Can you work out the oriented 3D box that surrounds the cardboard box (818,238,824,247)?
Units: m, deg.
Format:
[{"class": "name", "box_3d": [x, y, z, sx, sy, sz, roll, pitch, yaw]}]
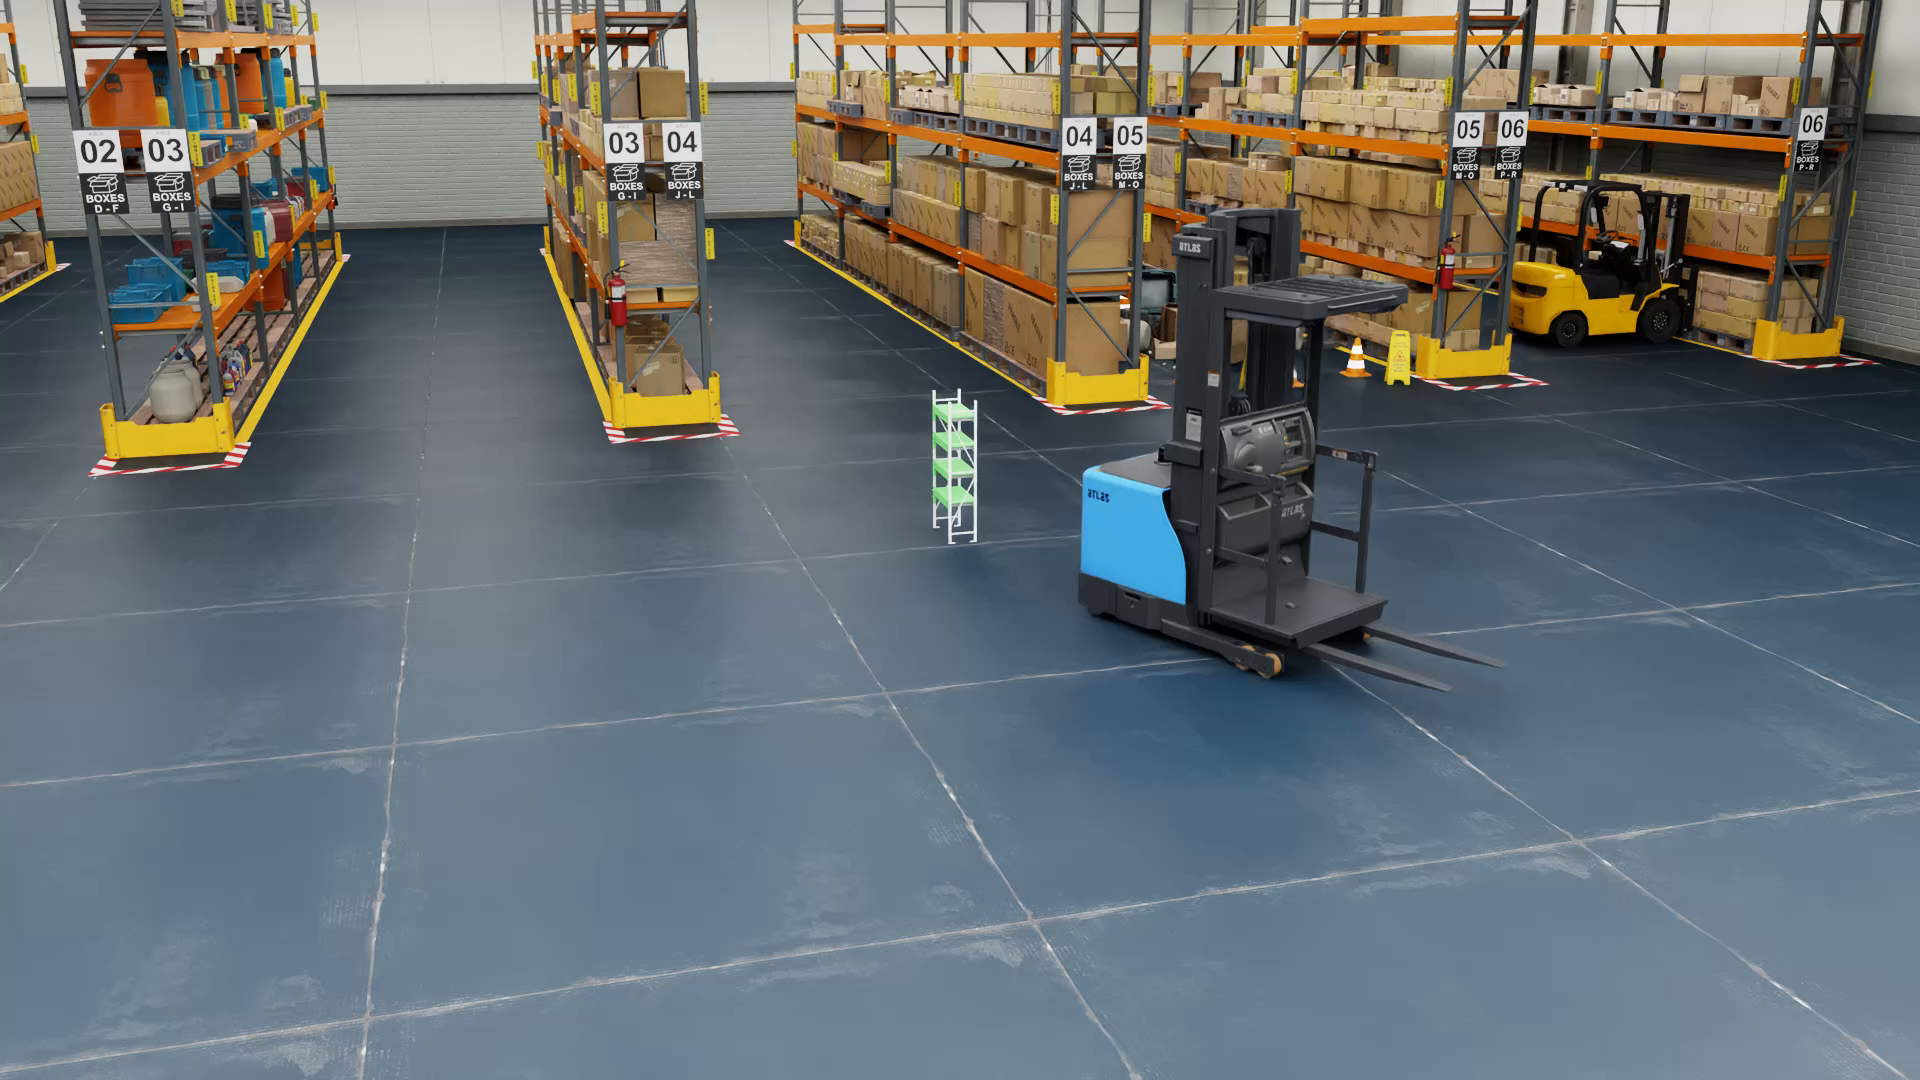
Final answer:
[{"class": "cardboard box", "box_3d": [-2.531, -5.742, 32.078, 0.380, 0.149, 0.250, -5, 17, -15]}]

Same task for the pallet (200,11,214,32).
[{"class": "pallet", "box_3d": [-8.474, -5.455, 17.494, 1.003, 0.211, 1.213, -5, 17, -15]}]

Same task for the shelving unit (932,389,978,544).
[{"class": "shelving unit", "box_3d": [-0.045, -0.620, 13.932, 0.258, 1.200, 0.503, -5, 17, -15]}]

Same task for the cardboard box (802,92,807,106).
[{"class": "cardboard box", "box_3d": [-2.787, -8.577, 32.339, 0.500, 0.250, 0.500, -4, 17, -13]}]

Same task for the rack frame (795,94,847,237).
[{"class": "rack frame", "box_3d": [-2.805, -7.503, 33.716, 1.000, 3.000, 0.127, -5, 17, -15]}]

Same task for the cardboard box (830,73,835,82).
[{"class": "cardboard box", "box_3d": [-2.137, -8.329, 29.951, 0.380, 0.149, 0.250, -4, 17, -14]}]

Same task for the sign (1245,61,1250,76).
[{"class": "sign", "box_3d": [6.177, -10.128, 35.722, 0.100, 0.325, 0.005, -5, 17, -15]}]

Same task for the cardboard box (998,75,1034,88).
[{"class": "cardboard box", "box_3d": [0.684, -5.583, 20.255, 0.380, 0.149, 0.250, -5, 17, -16]}]

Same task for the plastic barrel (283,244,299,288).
[{"class": "plastic barrel", "box_3d": [-10.937, -4.489, 26.601, 0.600, 0.901, 0.708, -5, 17, -15]}]

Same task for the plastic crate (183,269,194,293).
[{"class": "plastic crate", "box_3d": [-8.964, -2.929, 18.856, 0.450, 0.188, 0.662, -5, 17, -15]}]

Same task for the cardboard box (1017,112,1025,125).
[{"class": "cardboard box", "box_3d": [0.895, -4.989, 19.667, 0.380, 0.149, 0.250, -5, 17, -16]}]

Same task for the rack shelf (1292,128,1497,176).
[{"class": "rack shelf", "box_3d": [5.774, -5.142, 21.892, 1.077, 0.370, 4.000, -5, 17, -15]}]

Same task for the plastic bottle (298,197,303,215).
[{"class": "plastic bottle", "box_3d": [-10.738, -5.441, 27.055, 0.061, 0.283, 0.133, -5, 17, -15]}]

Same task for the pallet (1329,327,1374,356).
[{"class": "pallet", "box_3d": [5.782, -2.746, 22.728, 1.003, 0.211, 1.213, -5, 17, -15]}]

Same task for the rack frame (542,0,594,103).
[{"class": "rack frame", "box_3d": [-6.502, -8.906, 27.957, 1.000, 3.000, 0.127, -5, 17, -15]}]

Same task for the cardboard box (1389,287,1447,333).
[{"class": "cardboard box", "box_3d": [5.853, -2.941, 21.275, 0.500, 0.500, 0.500, -5, 17, -15]}]

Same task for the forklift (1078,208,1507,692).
[{"class": "forklift", "box_3d": [2.218, -0.660, 11.055, 1.130, 2.935, 3.031, -14, 22, -39]}]

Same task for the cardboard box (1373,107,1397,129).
[{"class": "cardboard box", "box_3d": [5.640, -5.406, 21.266, 0.500, 0.250, 0.500, -4, 17, -14]}]

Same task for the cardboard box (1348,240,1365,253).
[{"class": "cardboard box", "box_3d": [5.441, -3.948, 22.318, 0.380, 0.149, 0.250, -5, 17, -15]}]

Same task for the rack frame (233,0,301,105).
[{"class": "rack frame", "box_3d": [-11.265, -8.514, 26.654, 1.000, 3.000, 0.127, -5, 17, -15]}]

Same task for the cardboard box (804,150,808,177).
[{"class": "cardboard box", "box_3d": [-2.776, -7.401, 32.687, 0.500, 0.500, 0.500, -5, 17, -15]}]

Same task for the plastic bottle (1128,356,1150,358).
[{"class": "plastic bottle", "box_3d": [2.356, -2.391, 21.805, 0.283, 0.061, 0.133, -12, 20, -34]}]

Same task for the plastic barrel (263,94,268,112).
[{"class": "plastic barrel", "box_3d": [-10.236, -6.409, 24.400, 0.294, 0.245, 0.294, 0, 17, 0]}]

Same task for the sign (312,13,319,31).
[{"class": "sign", "box_3d": [-11.839, -9.514, 30.543, 0.100, 0.325, 0.005, -5, 17, -15]}]

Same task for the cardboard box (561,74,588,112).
[{"class": "cardboard box", "box_3d": [-5.385, -6.359, 23.651, 0.500, 0.500, 0.500, -5, 17, -15]}]

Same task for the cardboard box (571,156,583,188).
[{"class": "cardboard box", "box_3d": [-5.588, -5.658, 25.656, 0.797, 0.503, 0.637, -4, 17, -13]}]

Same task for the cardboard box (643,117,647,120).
[{"class": "cardboard box", "box_3d": [-3.383, -4.726, 18.824, 0.380, 0.149, 0.250, -6, 18, -18]}]

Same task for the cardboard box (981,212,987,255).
[{"class": "cardboard box", "box_3d": [0.779, -4.004, 21.807, 0.875, 0.550, 0.550, -5, 17, -15]}]

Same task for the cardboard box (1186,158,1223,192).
[{"class": "cardboard box", "box_3d": [4.026, -5.958, 27.152, 0.500, 0.500, 0.500, -5, 17, -17]}]

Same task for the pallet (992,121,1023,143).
[{"class": "pallet", "box_3d": [1.039, -5.014, 20.370, 1.003, 0.211, 1.213, -5, 17, -15]}]

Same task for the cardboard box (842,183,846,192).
[{"class": "cardboard box", "box_3d": [-1.825, -6.117, 28.808, 0.380, 0.149, 0.250, -5, 17, -15]}]

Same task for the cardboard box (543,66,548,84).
[{"class": "cardboard box", "box_3d": [-7.369, -8.568, 30.968, 0.700, 0.500, 0.500, -5, 18, -17]}]

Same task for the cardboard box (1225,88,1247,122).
[{"class": "cardboard box", "box_3d": [4.572, -6.776, 25.902, 0.797, 0.503, 0.637, -5, 17, -15]}]

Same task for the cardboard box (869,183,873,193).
[{"class": "cardboard box", "box_3d": [-1.255, -5.688, 26.863, 0.380, 0.149, 0.250, -4, 17, -13]}]

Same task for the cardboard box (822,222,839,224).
[{"class": "cardboard box", "box_3d": [-2.446, -6.027, 31.995, 0.380, 0.149, 0.250, -5, 17, -15]}]

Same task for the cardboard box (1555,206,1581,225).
[{"class": "cardboard box", "box_3d": [9.606, -5.043, 25.789, 0.500, 0.250, 0.500, -4, 17, -14]}]

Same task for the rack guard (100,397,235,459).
[{"class": "rack guard", "box_3d": [-8.033, -1.142, 16.884, 1.175, 0.500, 0.348, -5, 17, -15]}]

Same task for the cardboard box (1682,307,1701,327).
[{"class": "cardboard box", "box_3d": [10.406, -3.157, 23.297, 0.500, 0.250, 0.500, -5, 17, -15]}]

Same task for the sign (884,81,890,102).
[{"class": "sign", "box_3d": [-1.129, -6.932, 25.703, 0.100, 0.325, 0.005, -5, 17, -15]}]

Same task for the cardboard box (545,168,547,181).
[{"class": "cardboard box", "box_3d": [-7.580, -6.912, 31.493, 0.500, 0.250, 0.500, -5, 17, -16]}]

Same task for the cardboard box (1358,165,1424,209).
[{"class": "cardboard box", "box_3d": [5.603, -4.563, 21.501, 0.700, 0.500, 0.500, -5, 17, -16]}]

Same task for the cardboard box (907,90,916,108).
[{"class": "cardboard box", "box_3d": [-0.481, -6.548, 24.679, 0.500, 0.250, 0.500, -4, 17, -14]}]

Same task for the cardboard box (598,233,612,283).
[{"class": "cardboard box", "box_3d": [-3.582, -3.187, 18.656, 0.875, 0.500, 0.500, -5, 17, -15]}]

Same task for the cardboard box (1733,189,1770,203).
[{"class": "cardboard box", "box_3d": [10.599, -4.609, 22.265, 0.380, 0.149, 0.250, -4, 17, -14]}]

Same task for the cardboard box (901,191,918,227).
[{"class": "cardboard box", "box_3d": [-0.600, -5.052, 25.383, 0.500, 0.500, 0.500, -5, 17, -16]}]

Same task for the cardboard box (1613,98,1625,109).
[{"class": "cardboard box", "box_3d": [9.827, -6.414, 24.408, 0.380, 0.149, 0.250, -4, 17, -14]}]

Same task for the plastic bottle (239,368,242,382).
[{"class": "plastic bottle", "box_3d": [-8.371, -1.925, 19.246, 0.097, 0.201, 0.097, 0, 17, 0]}]

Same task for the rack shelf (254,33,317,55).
[{"class": "rack shelf", "box_3d": [-11.814, -8.531, 28.656, 1.077, 0.370, 4.000, -5, 17, -15]}]

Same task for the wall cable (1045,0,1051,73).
[{"class": "wall cable", "box_3d": [3.505, -12.633, 40.301, 2.988, 3.039, 0.133, -5, 17, -15]}]

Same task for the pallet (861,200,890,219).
[{"class": "pallet", "box_3d": [-0.905, -5.387, 27.005, 1.213, 0.211, 1.003, -5, 17, -15]}]

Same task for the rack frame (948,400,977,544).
[{"class": "rack frame", "box_3d": [0.022, -0.553, 13.707, 0.240, 1.200, 0.015, -5, 17, -15]}]
